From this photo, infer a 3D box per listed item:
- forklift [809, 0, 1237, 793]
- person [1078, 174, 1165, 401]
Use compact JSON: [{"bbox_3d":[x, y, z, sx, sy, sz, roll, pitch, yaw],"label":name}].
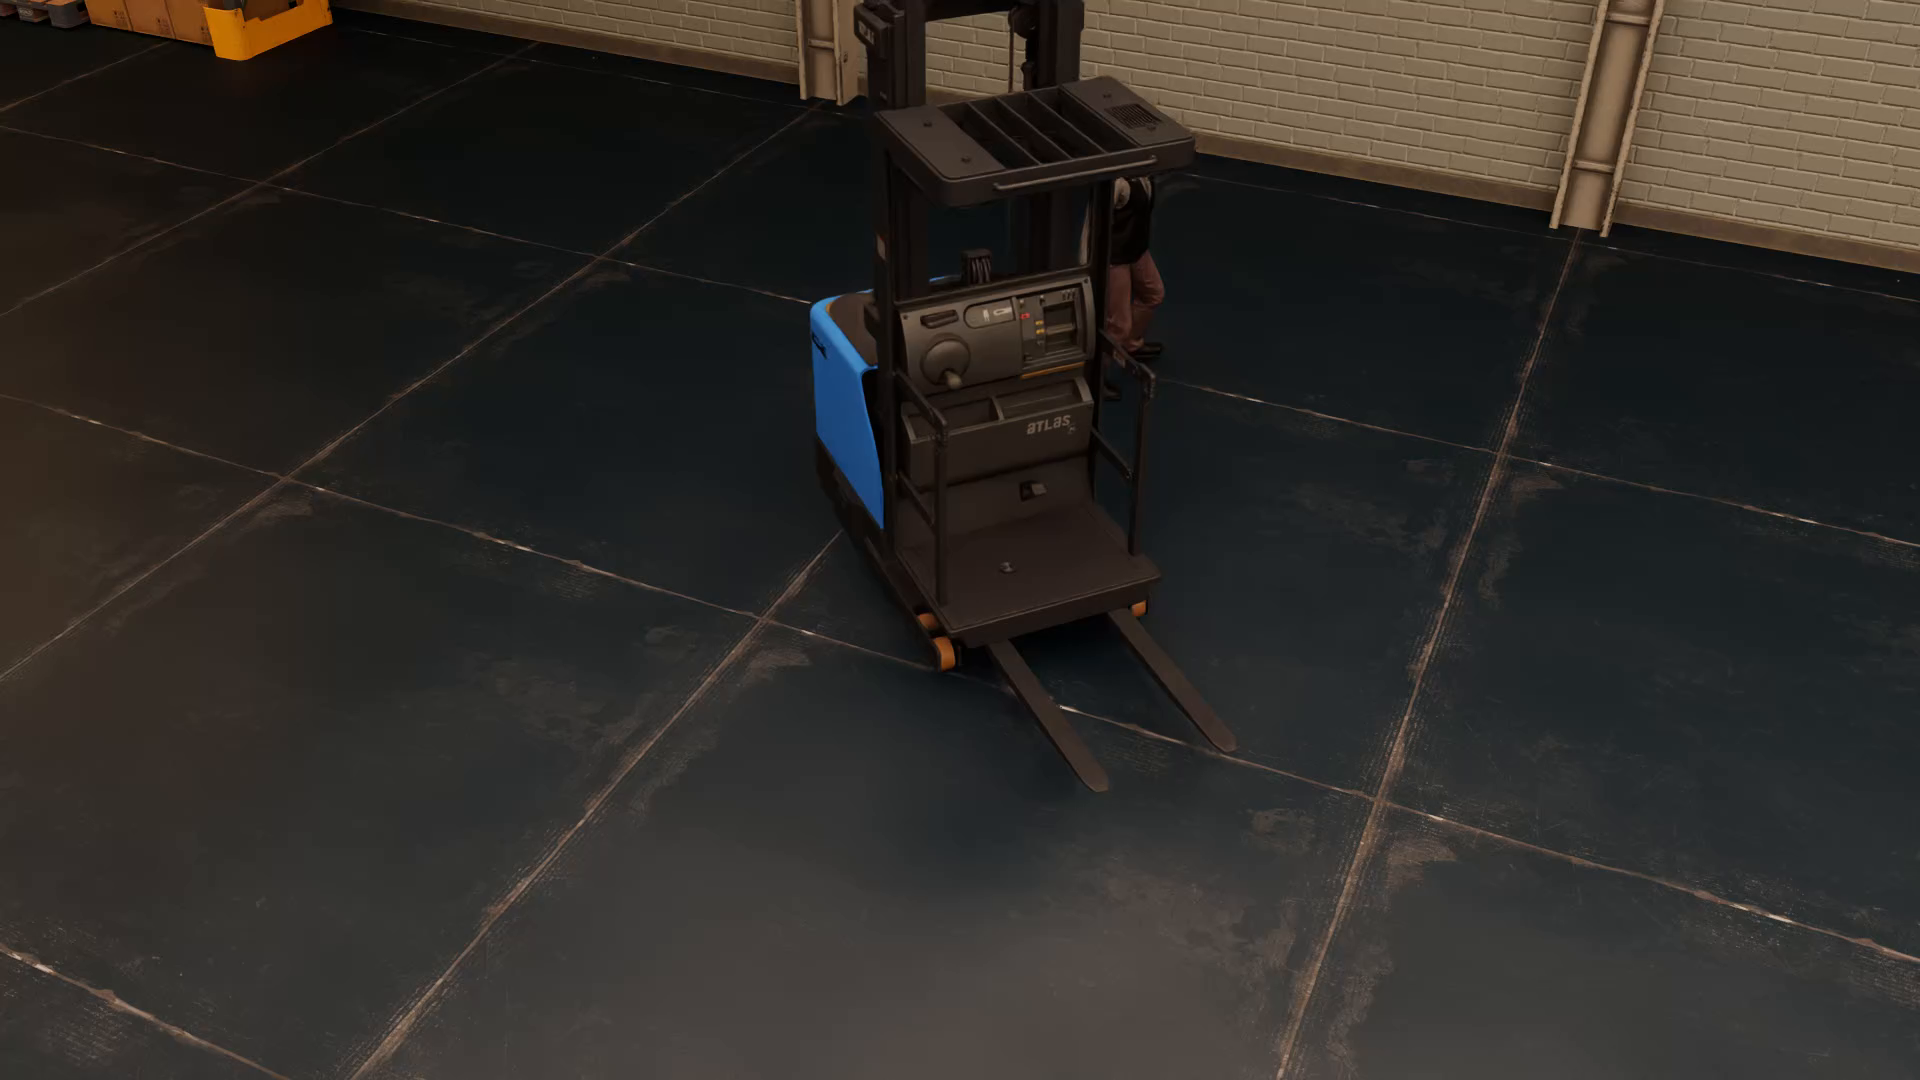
[{"bbox_3d":[0.264,-0.865,7.299,1.130,2.935,3.031,-14,38,-19],"label":"forklift"},{"bbox_3d":[0.913,-1.624,9.440,0.408,1.690,0.841,14,38,19],"label":"person"}]
